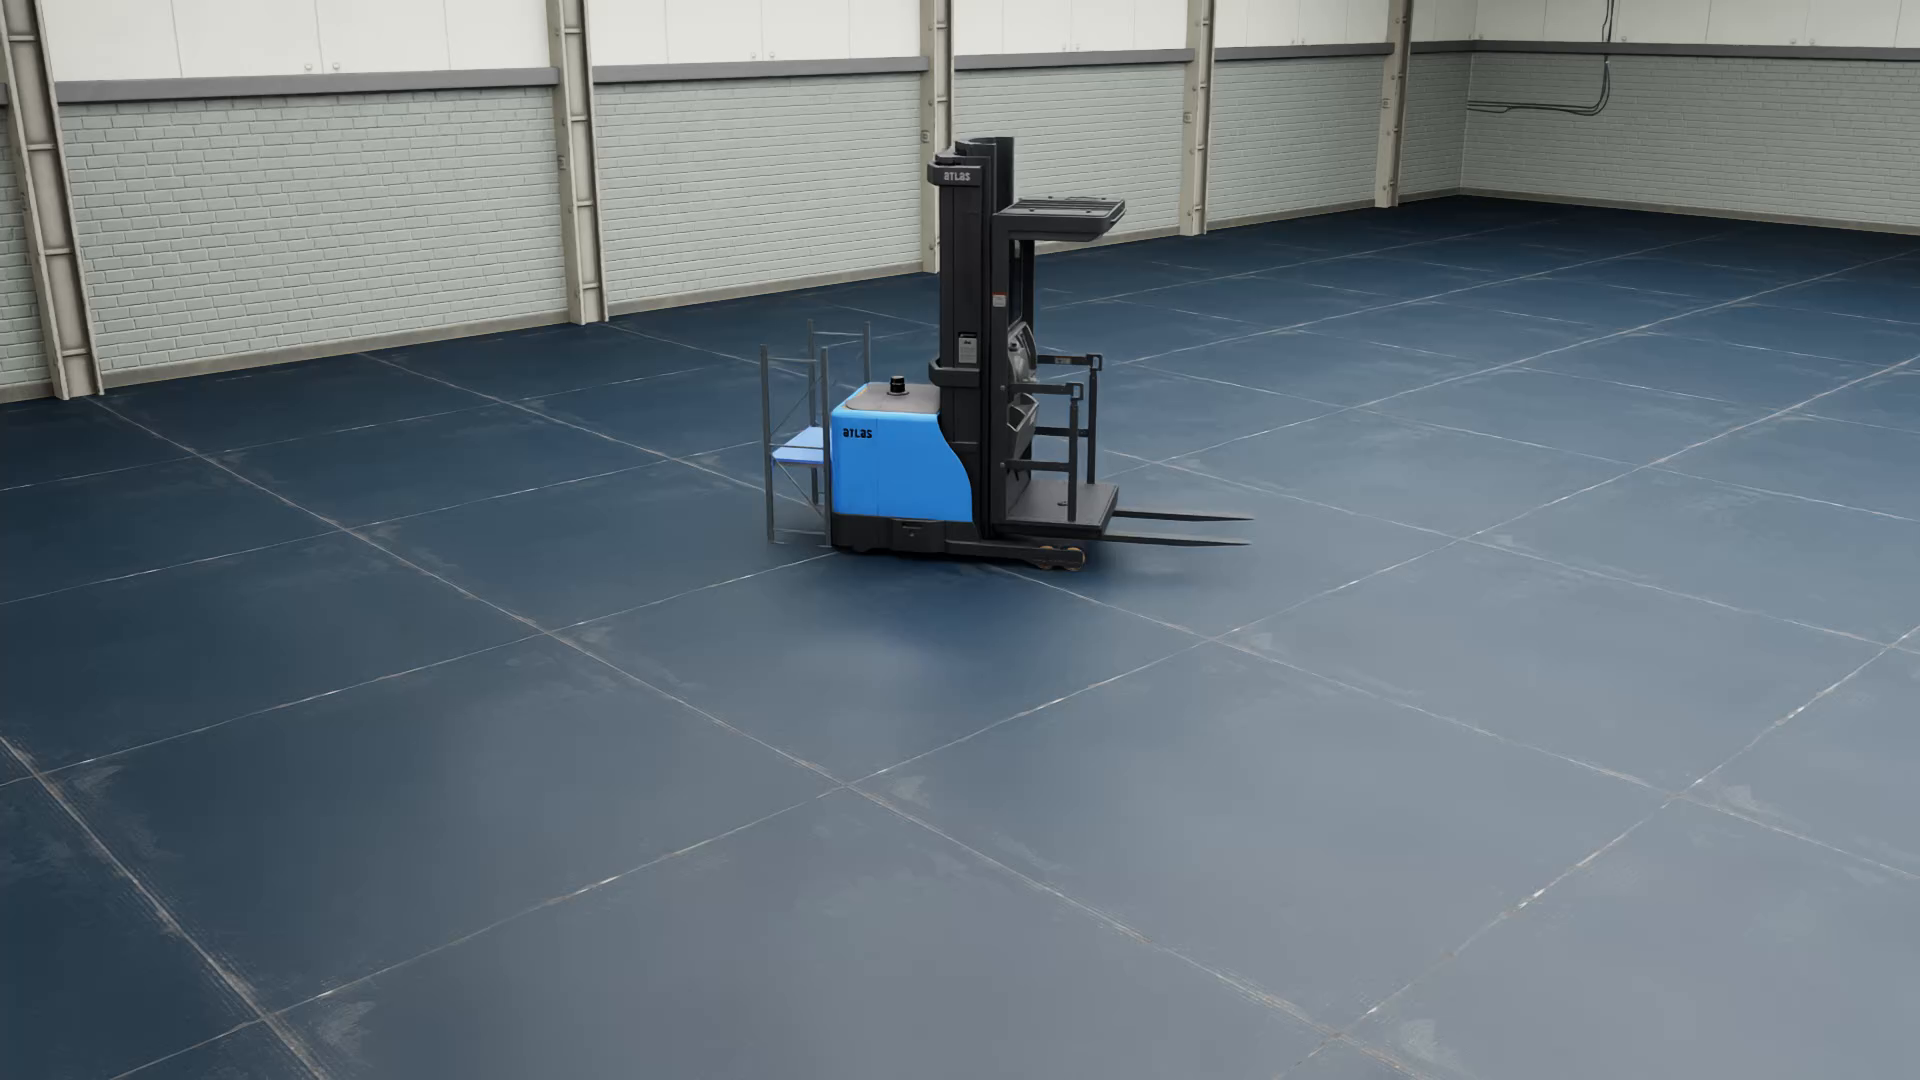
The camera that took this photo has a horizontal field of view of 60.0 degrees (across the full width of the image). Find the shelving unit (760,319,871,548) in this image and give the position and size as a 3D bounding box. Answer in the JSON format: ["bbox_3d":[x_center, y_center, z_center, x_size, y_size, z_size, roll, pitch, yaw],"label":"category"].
[{"bbox_3d":[-1.066,-0.828,12.607,0.538,1.500,1.048,4,18,13],"label":"shelving unit"}]

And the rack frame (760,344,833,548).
[{"bbox_3d":[-1.190,-0.676,12.138,0.500,1.500,0.032,4,18,13],"label":"rack frame"}]

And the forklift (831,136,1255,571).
[{"bbox_3d":[0.633,-1.353,11.904,3.031,2.935,1.130,4,18,11],"label":"forklift"}]

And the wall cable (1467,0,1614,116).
[{"bbox_3d":[11.438,-9.710,32.877,0.112,2.526,3.097,-16,24,-41],"label":"wall cable"}]

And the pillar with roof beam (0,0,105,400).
[{"bbox_3d":[-6.092,-4.809,12.725,0.400,9.000,9.100,-16,24,-41],"label":"pillar with roof beam"}]

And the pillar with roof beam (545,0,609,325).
[{"bbox_3d":[-1.732,-6.080,16.647,0.400,9.000,9.100,-16,24,-41],"label":"pillar with roof beam"}]

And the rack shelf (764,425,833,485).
[{"bbox_3d":[-1.066,-0.657,12.662,0.538,0.185,1.000,4,18,13],"label":"rack shelf"}]

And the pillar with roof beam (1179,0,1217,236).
[{"bbox_3d":[6.987,-8.623,24.489,0.400,9.000,9.100,-16,24,-41],"label":"pillar with roof beam"}]

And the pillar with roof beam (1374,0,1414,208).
[{"bbox_3d":[11.347,-9.894,28.411,0.400,9.000,9.100,-16,24,-41],"label":"pillar with roof beam"}]

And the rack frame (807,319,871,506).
[{"bbox_3d":[-0.941,-0.980,13.075,0.500,1.500,0.032,4,18,13],"label":"rack frame"}]

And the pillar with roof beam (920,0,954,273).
[{"bbox_3d":[2.627,-7.351,20.568,0.400,9.000,9.100,-16,24,-41],"label":"pillar with roof beam"}]
